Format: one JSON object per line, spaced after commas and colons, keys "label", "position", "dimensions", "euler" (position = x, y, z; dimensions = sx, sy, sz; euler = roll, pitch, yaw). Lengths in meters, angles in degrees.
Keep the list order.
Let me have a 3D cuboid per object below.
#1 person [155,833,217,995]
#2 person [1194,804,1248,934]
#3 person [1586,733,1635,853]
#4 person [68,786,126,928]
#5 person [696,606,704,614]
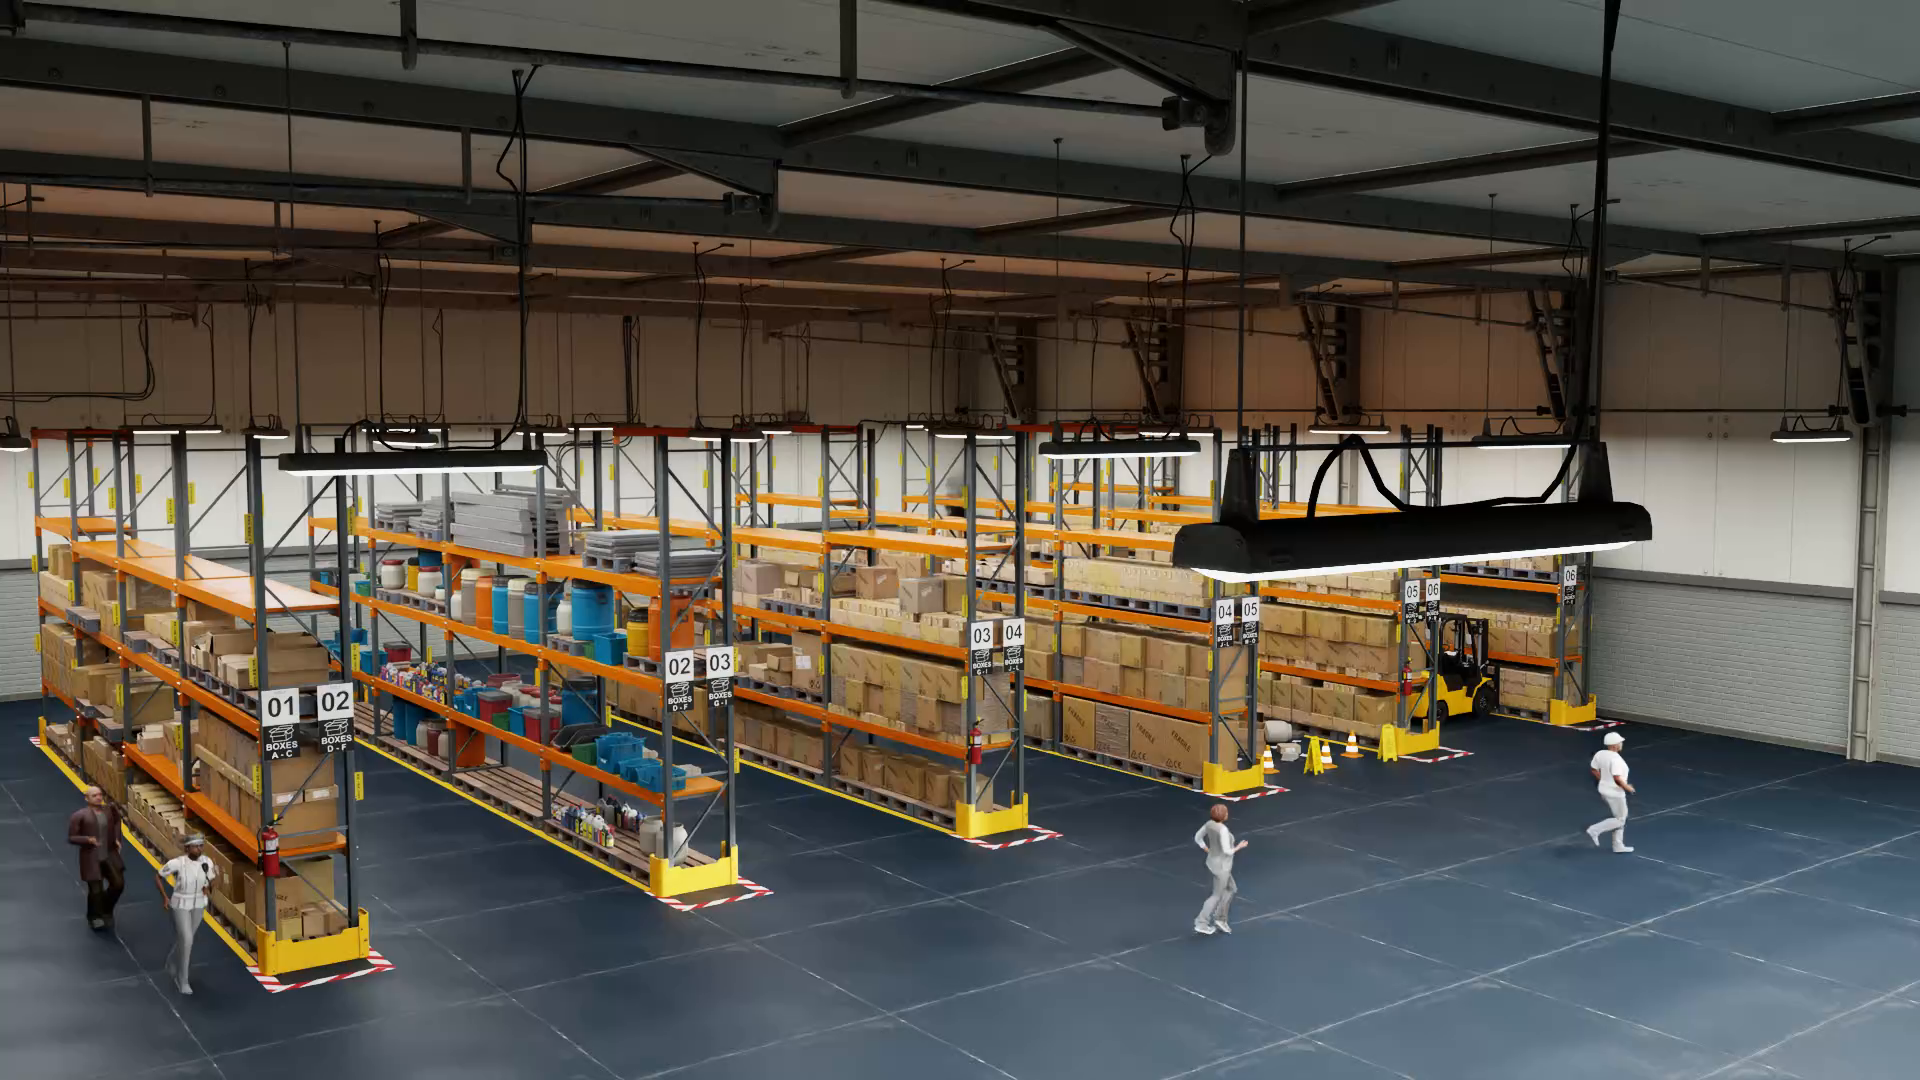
{"label": "person", "position": [-8.513, 4.075, 18.345], "dimensions": [0.776, 1.736, 0.574], "euler": [4, 6, 38]}
{"label": "person", "position": [3.123, 3.963, 19.969], "dimensions": [0.661, 1.624, 0.514], "euler": [-1, 5, -12]}
{"label": "person", "position": [9.263, 3.603, 23.701], "dimensions": [0.749, 1.731, 0.691], "euler": [-1, 5, -7]}
{"label": "person", "position": [-10.410, 3.871, 20.170], "dimensions": [0.681, 1.768, 0.693], "euler": [4, 6, 41]}
{"label": "person", "position": [-6.222, 2.395, 39.209], "dimensions": [0.768, 1.792, 0.943], "euler": [-1, 5, -17]}
